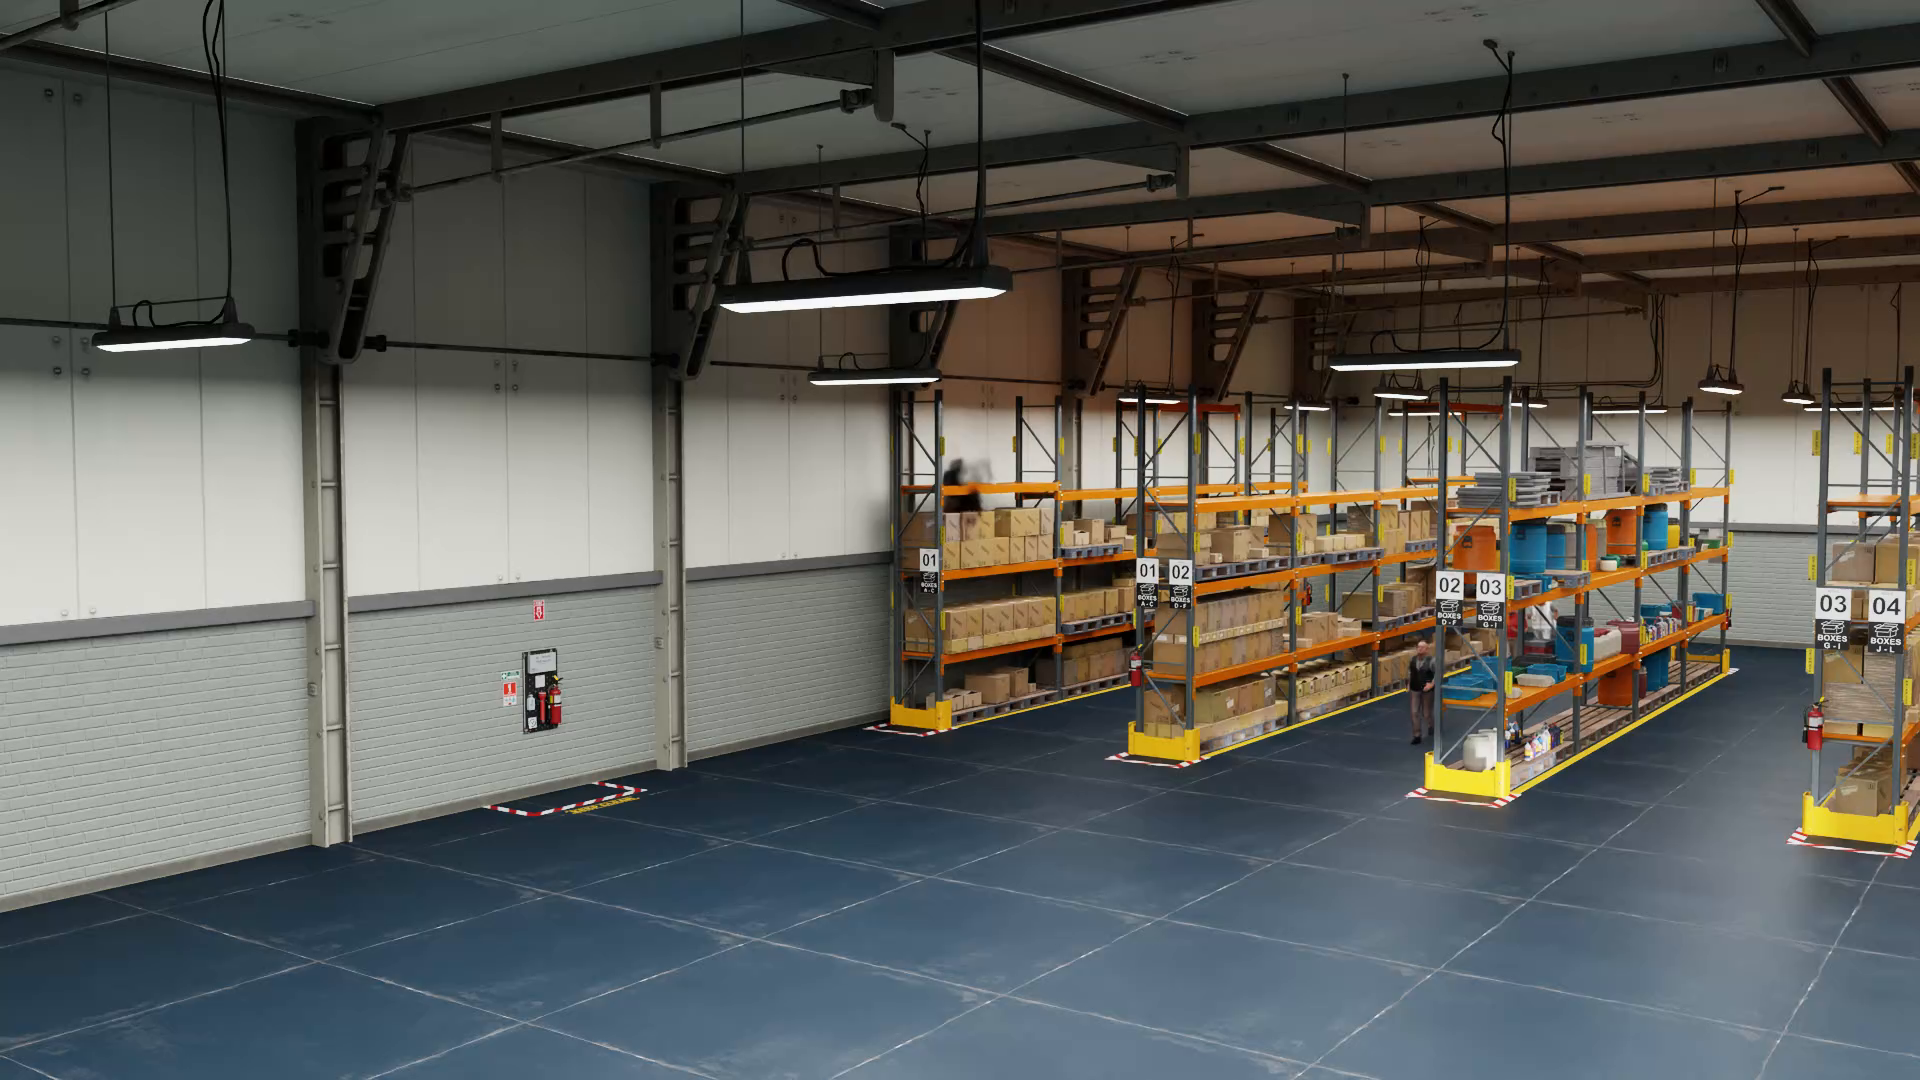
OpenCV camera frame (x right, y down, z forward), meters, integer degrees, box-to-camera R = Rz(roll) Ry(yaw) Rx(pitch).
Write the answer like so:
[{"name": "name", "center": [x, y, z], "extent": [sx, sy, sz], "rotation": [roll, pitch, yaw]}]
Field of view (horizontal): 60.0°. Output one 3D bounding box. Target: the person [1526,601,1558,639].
[{"name": "person", "center": [13.067, 2.030, 37.390], "extent": [0.628, 1.843, 0.781], "rotation": [2, 4, 31]}]

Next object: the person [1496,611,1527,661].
[{"name": "person", "center": [11.476, 2.187, 34.634], "extent": [0.642, 1.783, 0.836], "rotation": [2, 4, 26]}]

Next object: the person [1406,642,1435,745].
[{"name": "person", "center": [7.860, 2.574, 28.190], "extent": [0.673, 1.720, 0.849], "rotation": [2, 4, 34]}]
